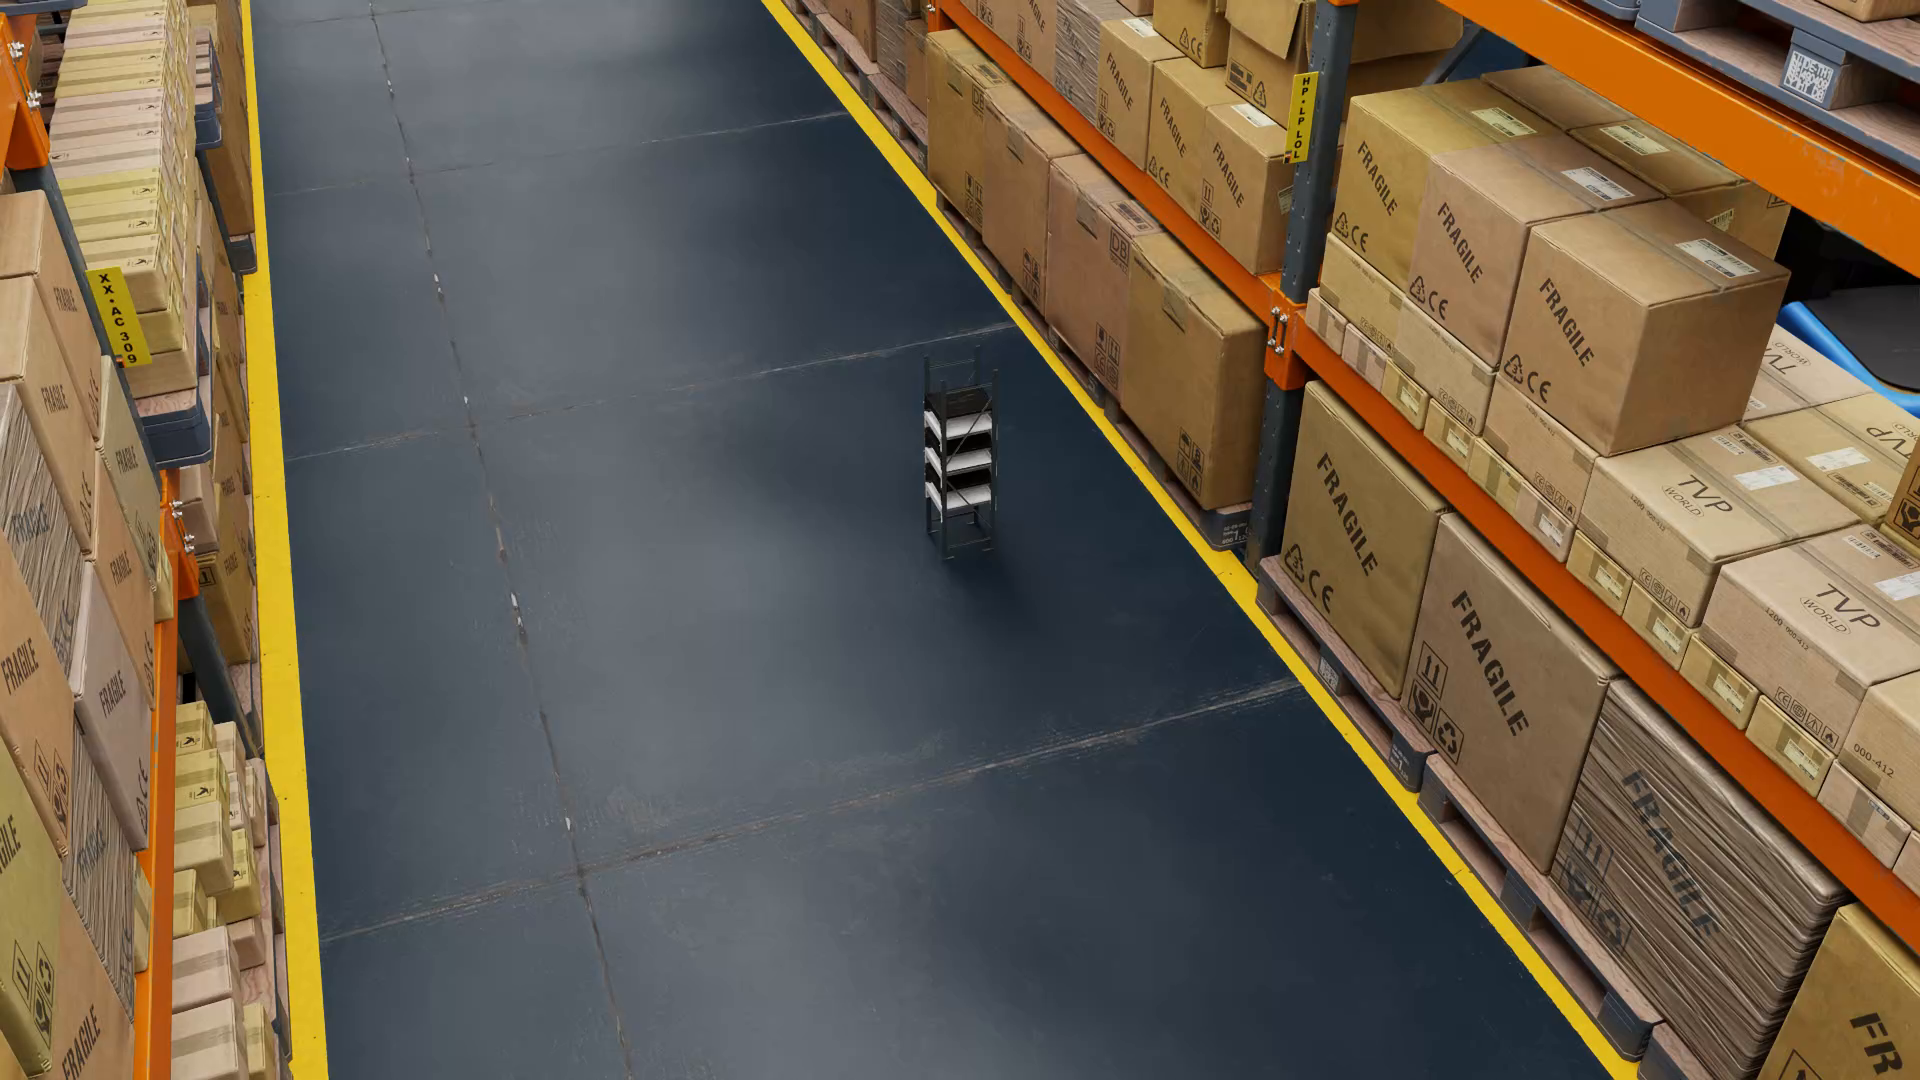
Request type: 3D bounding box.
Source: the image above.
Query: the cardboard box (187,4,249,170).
[{"bbox_3d":[-4.796,-2.577,9.699,1.050,0.750,0.750,-12,39,-15],"label":"cardboard box"}]

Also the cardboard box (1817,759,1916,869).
[{"bbox_3d":[2.384,0.635,4.123,0.380,0.149,0.250,-12,39,-15],"label":"cardboard box"}]

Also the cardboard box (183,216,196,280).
[{"bbox_3d":[-2.963,-1.017,5.967,0.380,0.149,0.250,-12,39,-15],"label":"cardboard box"}]

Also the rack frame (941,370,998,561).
[{"bbox_3d":[0.038,-0.297,6.897,0.240,0.900,0.006,-12,39,-16],"label":"rack frame"}]

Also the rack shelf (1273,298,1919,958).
[{"bbox_3d":[2.390,0.255,5.016,1.077,0.370,4.000,-12,39,-16],"label":"rack shelf"}]

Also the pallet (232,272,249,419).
[{"bbox_3d":[-4.099,-0.896,8.264,1.003,0.211,1.213,-12,39,-16],"label":"pallet"}]

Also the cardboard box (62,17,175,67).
[{"bbox_3d":[-3.421,-1.997,6.774,0.380,0.149,0.250,-12,39,-16],"label":"cardboard box"}]

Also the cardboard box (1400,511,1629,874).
[{"bbox_3d":[2.163,0.417,5.621,0.875,0.875,0.875,-12,39,-16],"label":"cardboard box"}]

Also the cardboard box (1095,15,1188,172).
[{"bbox_3d":[0.934,-1.984,7.308,0.500,0.500,0.500,-13,39,-16],"label":"cardboard box"}]

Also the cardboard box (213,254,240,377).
[{"bbox_3d":[-3.720,-1.009,7.826,0.500,0.500,0.500,-11,38,-14],"label":"cardboard box"}]

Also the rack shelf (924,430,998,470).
[{"bbox_3d":[0.003,-0.400,6.939,0.258,0.077,0.200,-12,39,-16],"label":"rack shelf"}]

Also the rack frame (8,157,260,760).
[{"bbox_3d":[-2.990,-0.192,5.012,1.000,3.000,0.127,-12,39,-16],"label":"rack frame"}]

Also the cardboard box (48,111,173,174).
[{"bbox_3d":[-3.054,-1.403,5.984,0.380,0.149,0.250,-13,39,-16],"label":"cardboard box"}]

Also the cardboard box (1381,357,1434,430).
[{"bbox_3d":[1.673,-0.529,5.667,0.380,0.149,0.250,-11,38,-14],"label":"cardboard box"}]

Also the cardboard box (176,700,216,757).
[{"bbox_3d":[-2.624,0.688,5.369,0.380,0.149,0.250,-11,38,-15],"label":"cardboard box"}]

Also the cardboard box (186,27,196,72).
[{"bbox_3d":[-3.682,-2.195,7.531,0.380,0.149,0.250,-13,39,-16],"label":"cardboard box"}]

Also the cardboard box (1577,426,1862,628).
[{"bbox_3d":[2.129,-0.048,4.698,0.500,0.250,0.500,-12,39,-16],"label":"cardboard box"}]

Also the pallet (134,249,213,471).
[{"bbox_3d":[-3.117,-0.577,5.683,1.003,0.211,1.213,-12,39,-16],"label":"pallet"}]

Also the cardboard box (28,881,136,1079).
[{"bbox_3d":[-1.874,1.021,3.070,0.500,0.500,0.500,-12,39,-15],"label":"cardboard box"}]

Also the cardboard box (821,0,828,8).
[{"bbox_3d":[-0.714,-4.234,12.090,0.700,0.500,0.500,-13,39,-16],"label":"cardboard box"}]

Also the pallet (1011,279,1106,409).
[{"bbox_3d":[0.941,-1.159,8.613,1.003,0.211,1.213,-12,39,-16],"label":"pallet"}]

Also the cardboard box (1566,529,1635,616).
[{"bbox_3d":[2.029,0.055,4.893,0.380,0.149,0.250,-14,39,-17],"label":"cardboard box"}]

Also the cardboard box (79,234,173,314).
[{"bbox_3d":[-2.694,-0.815,5.204,0.380,0.149,0.250,-11,38,-14],"label":"cardboard box"}]

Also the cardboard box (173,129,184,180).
[{"bbox_3d":[-3.150,-1.436,6.276,0.380,0.149,0.250,-13,39,-17],"label":"cardboard box"}]

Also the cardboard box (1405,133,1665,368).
[{"bbox_3d":[1.788,-0.917,5.229,0.500,0.500,0.500,-12,39,-16],"label":"cardboard box"}]

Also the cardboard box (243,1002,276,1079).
[{"bbox_3d":[-2.179,1.514,4.767,0.380,0.149,0.250,-13,39,-16],"label":"cardboard box"}]

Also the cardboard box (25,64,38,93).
[{"bbox_3d":[-4.217,-1.921,7.167,0.380,0.149,0.250,-11,38,-14],"label":"cardboard box"}]

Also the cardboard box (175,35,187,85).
[{"bbox_3d":[-3.497,-2.013,7.042,0.380,0.149,0.250,-12,39,-16],"label":"cardboard box"}]

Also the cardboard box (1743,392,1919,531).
[{"bbox_3d":[2.627,-0.159,4.845,0.500,0.250,0.500,-13,39,-17],"label":"cardboard box"}]

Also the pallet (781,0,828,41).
[{"bbox_3d":[-0.782,-4.128,12.555,1.003,0.211,1.213,-12,39,-16],"label":"pallet"}]

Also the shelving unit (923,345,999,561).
[{"bbox_3d":[0.003,-0.355,6.973,0.258,0.900,0.210,-12,39,-16],"label":"shelving unit"}]

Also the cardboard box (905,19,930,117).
[{"bbox_3d":[0.076,-2.973,10.416,0.700,0.500,0.500,-14,39,-18],"label":"cardboard box"}]

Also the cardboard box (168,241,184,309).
[{"bbox_3d":[-2.785,-0.842,5.487,0.380,0.149,0.250,-13,39,-17],"label":"cardboard box"}]

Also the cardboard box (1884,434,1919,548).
[{"bbox_3d":[2.810,-0.162,4.226,0.500,0.500,0.500,-13,39,-17],"label":"cardboard box"}]

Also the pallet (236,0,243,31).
[{"bbox_3d":[-5.932,-4.043,12.443,1.003,0.211,1.213,-12,39,-16],"label":"pallet"}]

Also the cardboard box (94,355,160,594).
[{"bbox_3d":[-2.559,-0.136,4.607,0.500,0.500,0.500,-12,39,-16],"label":"cardboard box"}]

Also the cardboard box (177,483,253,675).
[{"bbox_3d":[-2.996,0.166,6.265,0.500,0.500,0.500,-11,38,-14],"label":"cardboard box"}]

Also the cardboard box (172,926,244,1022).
[{"bbox_3d":[-2.210,1.260,4.610,0.380,0.149,0.250,-14,39,-18],"label":"cardboard box"}]

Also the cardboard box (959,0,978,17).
[{"bbox_3d":[0.237,-3.131,8.830,0.500,0.500,0.500,-11,38,-15],"label":"cardboard box"}]

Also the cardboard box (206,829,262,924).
[{"bbox_3d":[-2.370,1.070,5.109,0.380,0.149,0.250,-14,39,-18],"label":"cardboard box"}]

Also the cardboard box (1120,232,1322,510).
[{"bbox_3d":[1.462,-0.838,7.287,1.225,0.875,0.875,-12,39,-16],"label":"cardboard box"}]

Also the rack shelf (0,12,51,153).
[{"bbox_3d":[-3.679,-2.233,5.826,1.077,0.370,4.000,-12,39,-16],"label":"rack shelf"}]

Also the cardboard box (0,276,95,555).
[{"bbox_3d":[-2.392,-0.250,3.927,0.500,0.500,0.500,-14,39,-17],"label":"cardboard box"}]

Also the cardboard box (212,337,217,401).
[{"bbox_3d":[-3.354,-0.722,6.821,0.500,0.250,0.500,-11,38,-14],"label":"cardboard box"}]

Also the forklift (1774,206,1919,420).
[{"bbox_3d":[3.813,-1.733,7.115,1.130,2.935,3.031,-2,37,-3],"label":"forklift"}]

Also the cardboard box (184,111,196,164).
[{"bbox_3d":[-3.329,-1.610,6.754,0.380,0.149,0.250,-11,38,-15],"label":"cardboard box"}]

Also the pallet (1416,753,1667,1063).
[{"bbox_3d":[2.313,1.088,5.630,1.003,0.211,1.213,-12,39,-16],"label":"pallet"}]

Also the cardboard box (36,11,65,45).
[{"bbox_3d":[-4.774,-2.691,8.246,0.500,0.500,0.500,-12,39,-16],"label":"cardboard box"}]
